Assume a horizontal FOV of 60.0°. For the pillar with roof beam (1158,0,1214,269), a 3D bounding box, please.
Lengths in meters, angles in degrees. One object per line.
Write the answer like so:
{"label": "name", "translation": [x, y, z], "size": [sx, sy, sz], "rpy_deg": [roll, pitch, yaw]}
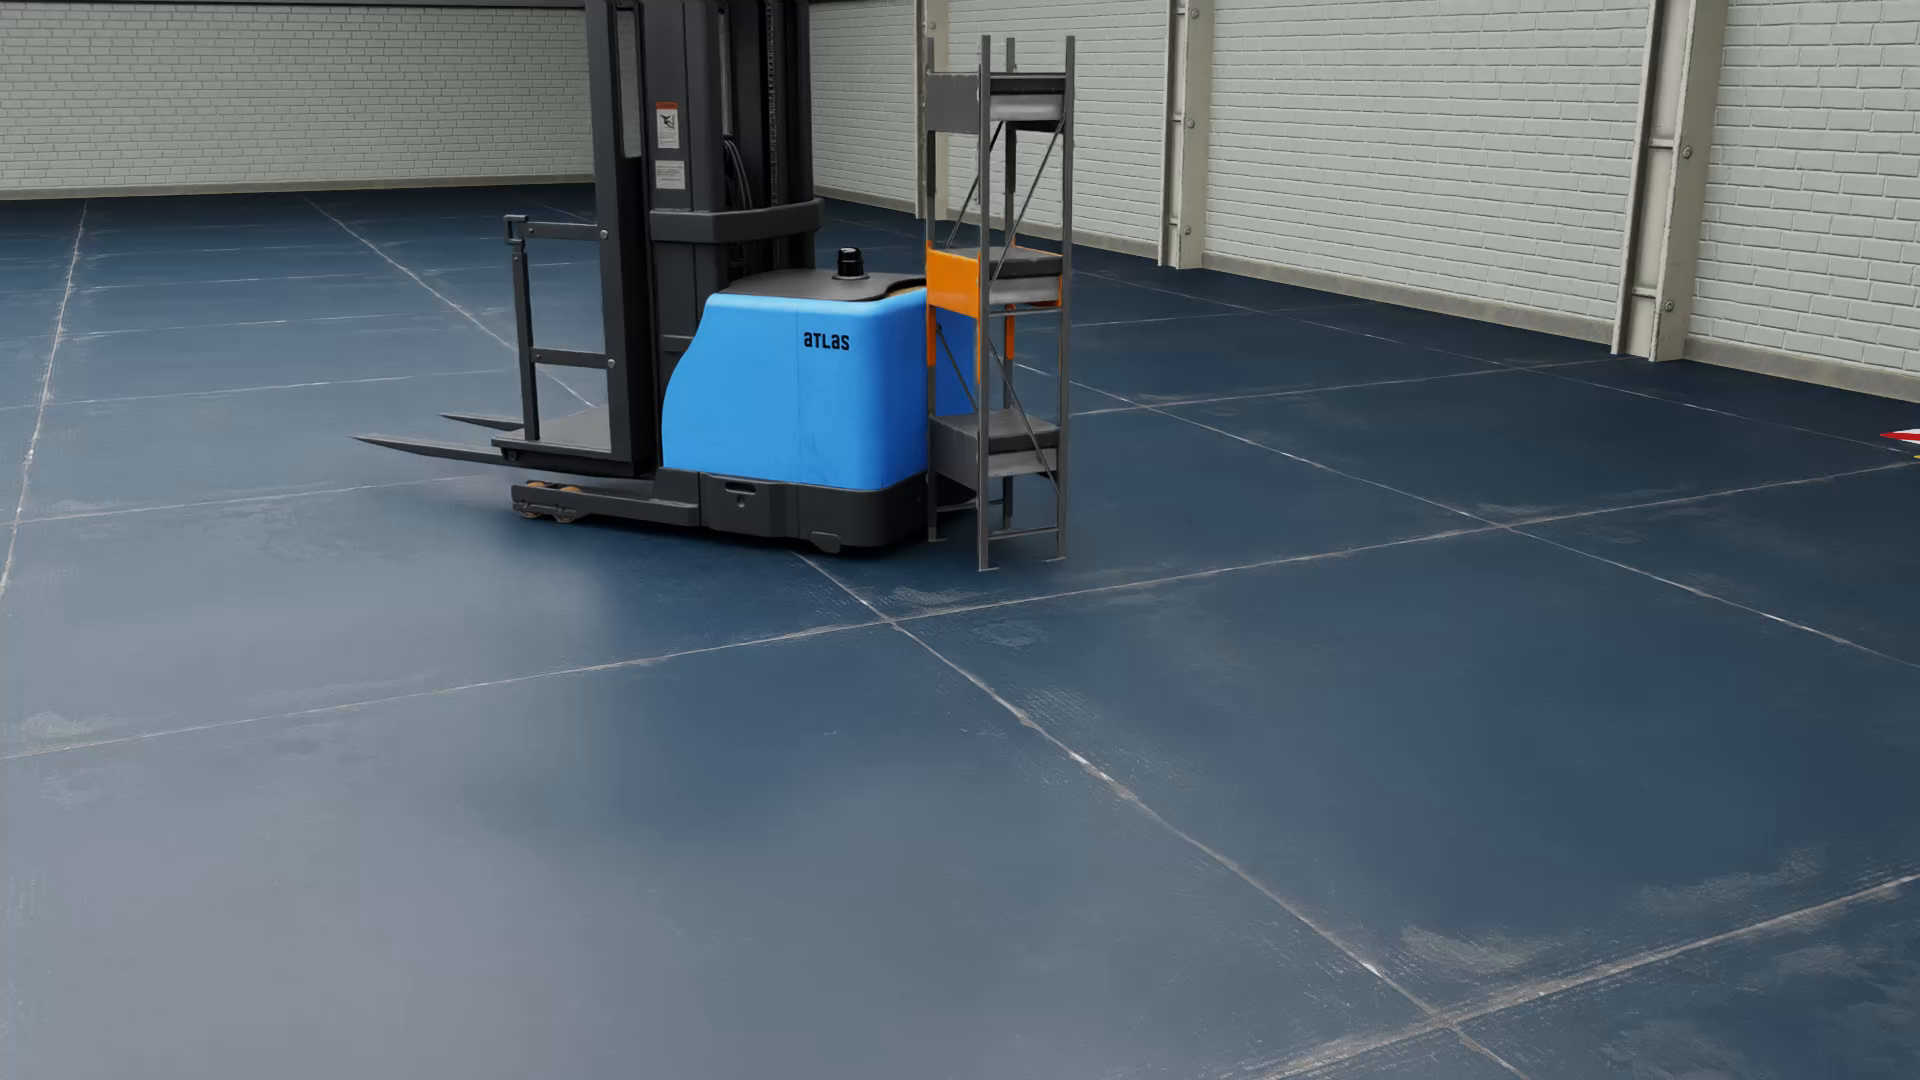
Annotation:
{"label": "pillar with roof beam", "translation": [-1.613, -6.602, 13.942], "size": [9.100, 9.000, 0.400], "rpy_deg": [-8, 18, -25]}

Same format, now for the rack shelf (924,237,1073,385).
{"label": "rack shelf", "translation": [0.151, -0.945, 6.788], "size": [0.431, 0.518, 0.480], "rpy_deg": [-8, 18, -25]}

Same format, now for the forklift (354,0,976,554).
{"label": "forklift", "translation": [-1.482, -1.607, 7.537], "size": [3.031, 2.935, 1.130], "rpy_deg": [7, 18, 24]}

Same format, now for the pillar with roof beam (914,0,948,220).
{"label": "pillar with roof beam", "translation": [-4.241, -8.090, 19.127], "size": [9.100, 9.000, 0.400], "rpy_deg": [-8, 18, -25]}

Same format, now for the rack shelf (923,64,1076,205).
{"label": "rack shelf", "translation": [0.151, -1.618, 6.595], "size": [0.431, 0.518, 0.480], "rpy_deg": [-8, 18, -25]}

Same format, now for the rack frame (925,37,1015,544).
{"label": "rack frame", "translation": [0.043, -1.019, 6.995], "size": [0.400, 2.100, 0.015], "rpy_deg": [-8, 18, -25]}

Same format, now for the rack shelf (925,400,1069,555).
{"label": "rack shelf", "translation": [0.151, -0.273, 6.981], "size": [0.431, 0.518, 0.480], "rpy_deg": [-8, 18, -25]}

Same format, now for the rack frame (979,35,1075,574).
{"label": "rack frame", "translation": [0.259, -0.898, 6.574], "size": [0.400, 2.100, 0.015], "rpy_deg": [-8, 18, -25]}

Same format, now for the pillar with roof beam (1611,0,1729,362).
{"label": "pillar with roof beam", "translation": [1.016, -5.114, 8.758], "size": [9.100, 9.000, 0.400], "rpy_deg": [-8, 18, -25]}

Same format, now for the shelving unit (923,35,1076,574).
{"label": "shelving unit", "translation": [0.151, -0.959, 6.784], "size": [0.431, 2.100, 0.503], "rpy_deg": [-8, 18, -25]}
